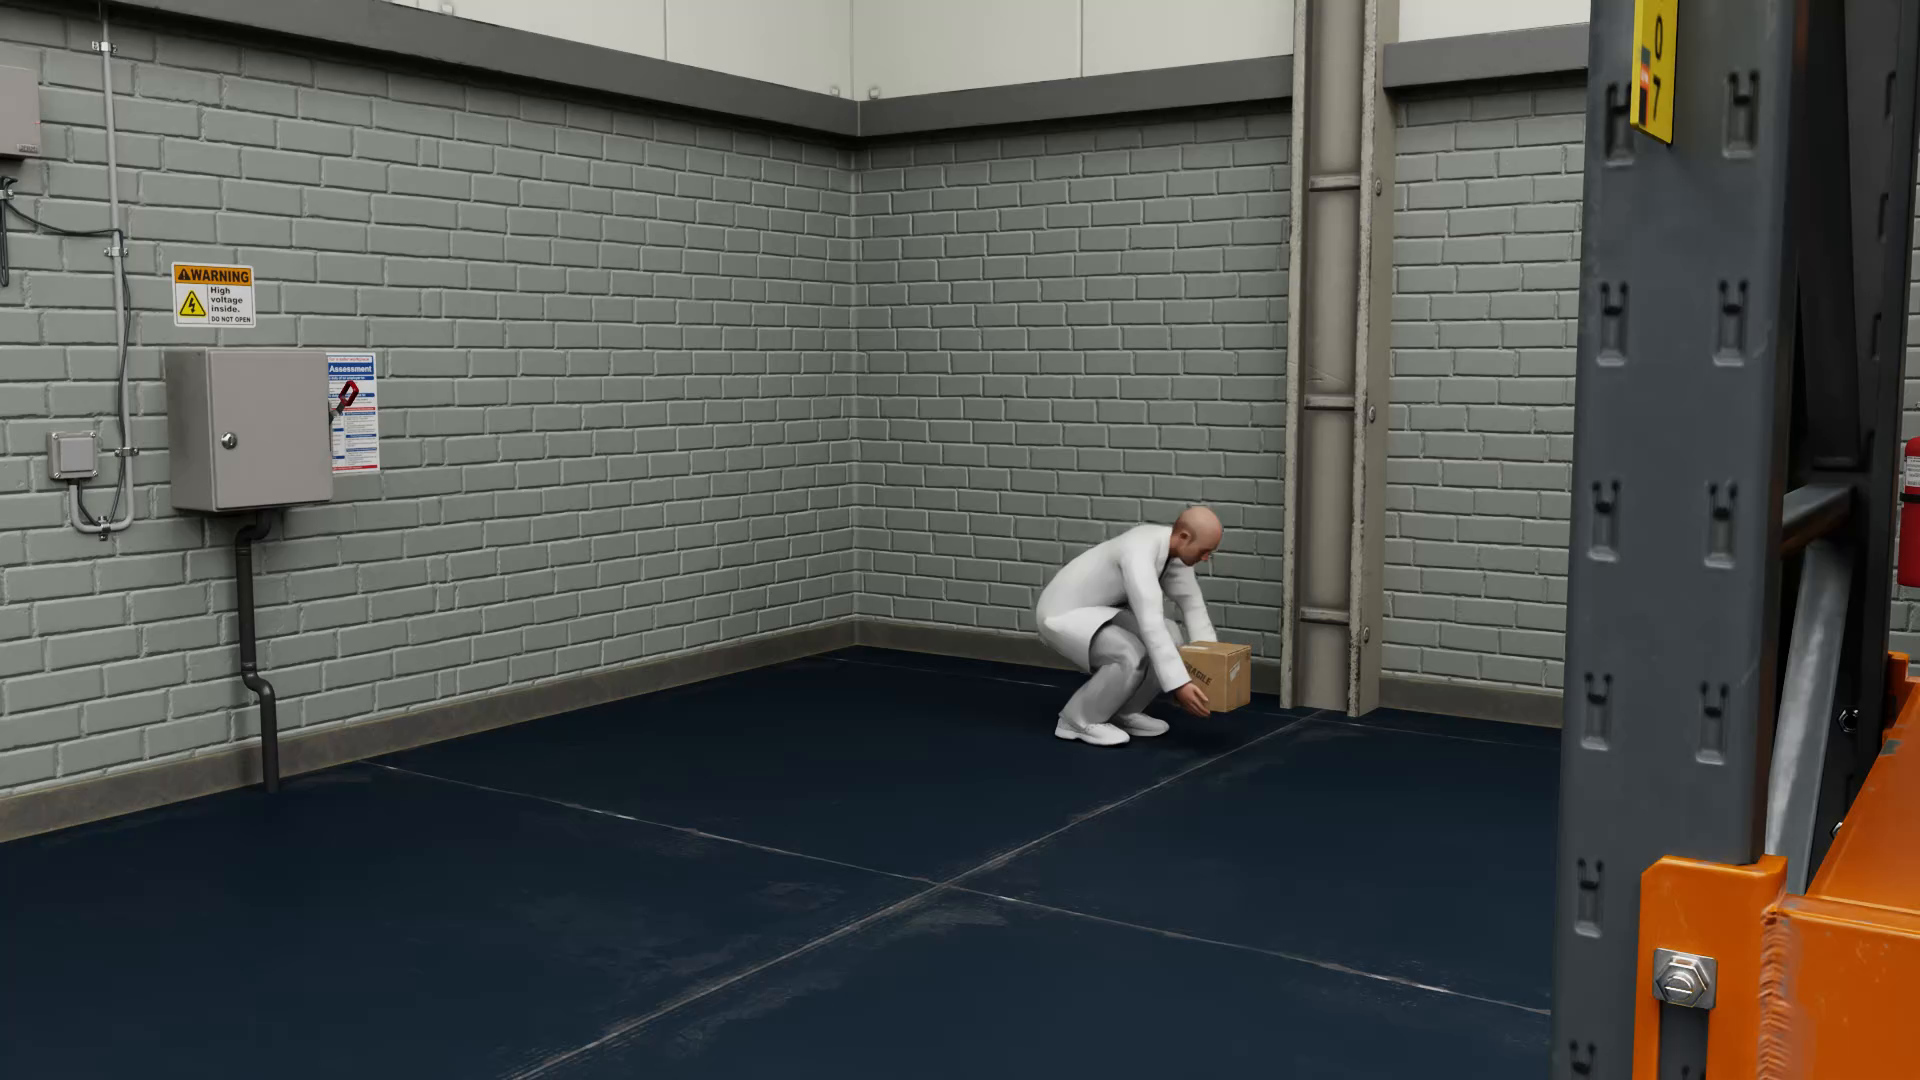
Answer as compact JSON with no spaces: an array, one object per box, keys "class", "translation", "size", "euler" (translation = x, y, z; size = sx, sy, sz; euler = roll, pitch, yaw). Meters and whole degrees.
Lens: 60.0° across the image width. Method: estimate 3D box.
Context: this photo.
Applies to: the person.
[{"class":"person","translation":[0.765,0.372,7.314],"size":[0.895,1.029,0.612],"euler":[4,7,33]}]
